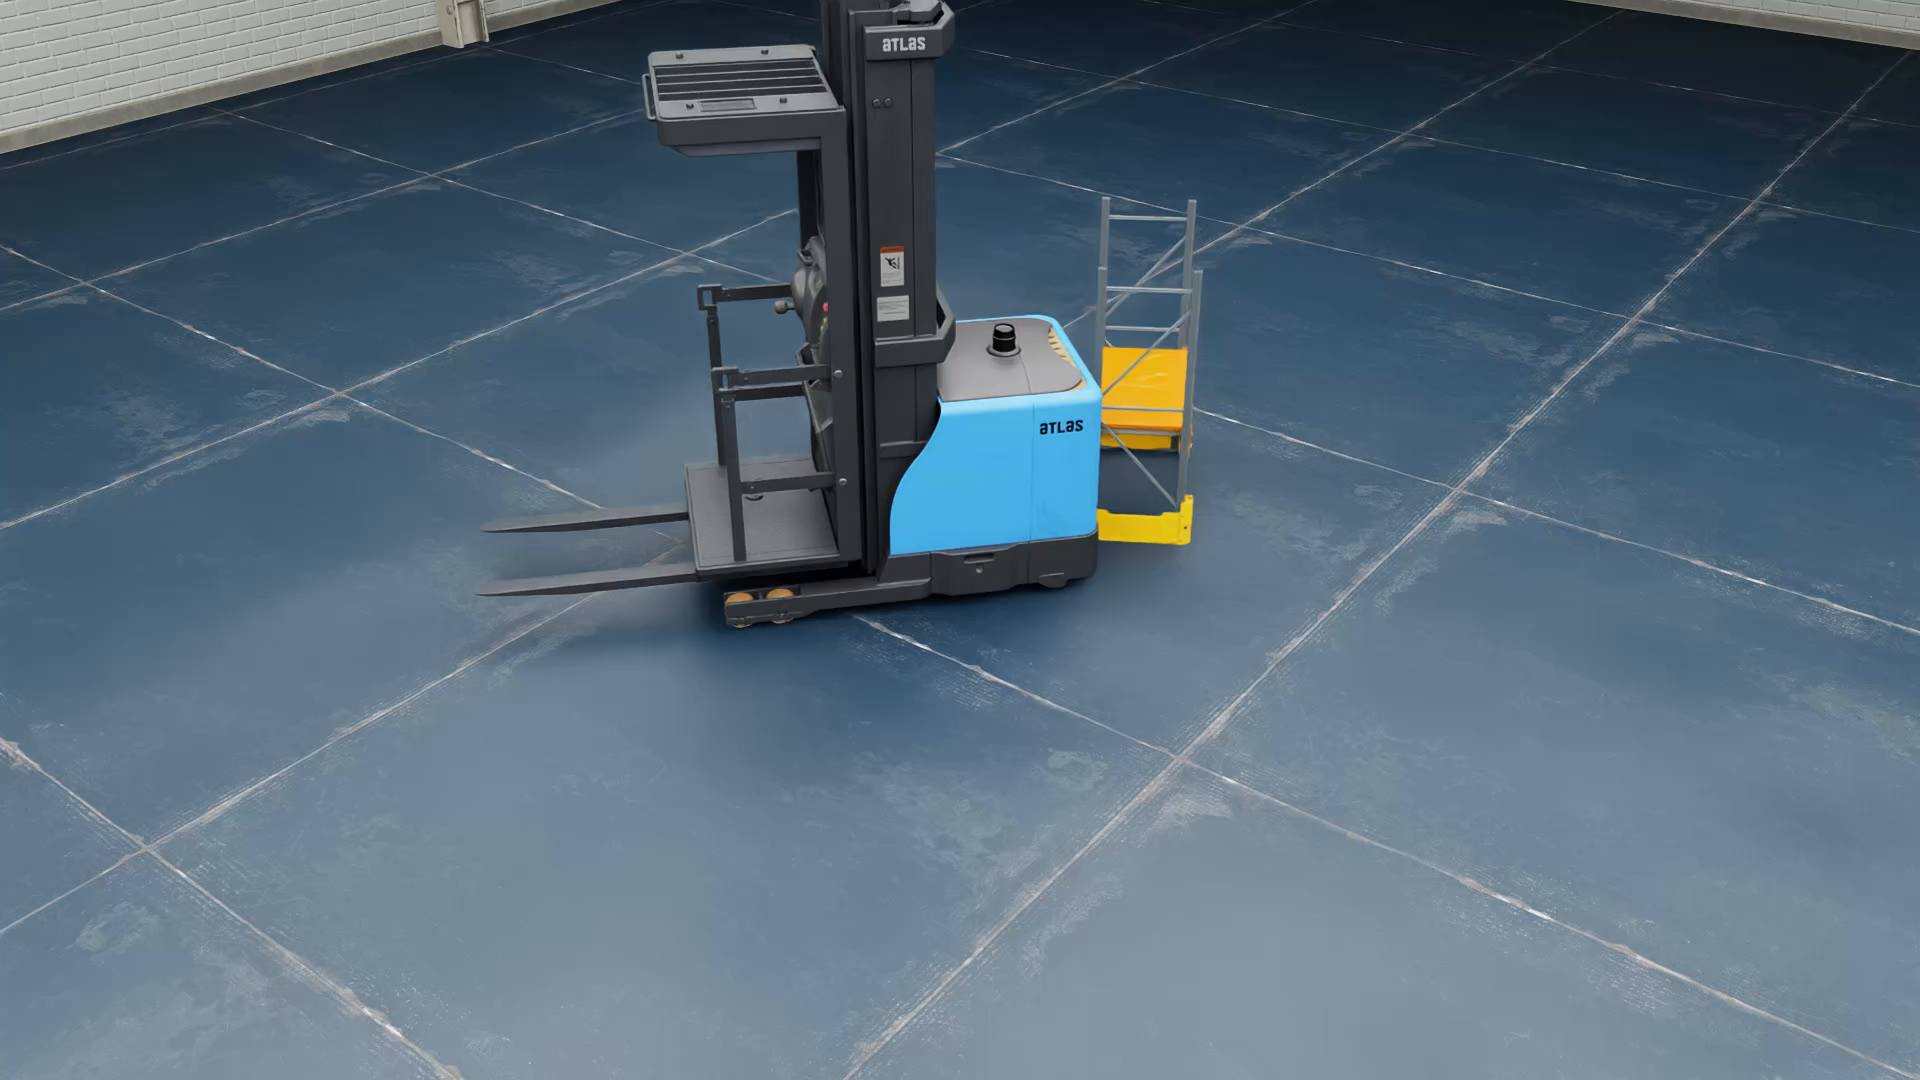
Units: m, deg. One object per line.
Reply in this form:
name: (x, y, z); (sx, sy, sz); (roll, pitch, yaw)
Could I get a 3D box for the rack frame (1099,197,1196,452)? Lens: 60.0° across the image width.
rack frame: (1.010, -1.172, 9.257); (0.500, 1.500, 0.032); (3, 31, 5)

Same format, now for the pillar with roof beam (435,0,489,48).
pillar with roof beam: (-1.823, -7.836, 13.146); (9.100, 9.000, 0.400); (21, 37, 31)

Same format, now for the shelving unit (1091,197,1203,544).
shelving unit: (0.962, -0.909, 8.814); (0.587, 1.500, 1.083); (3, 31, 5)

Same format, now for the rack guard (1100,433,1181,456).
rack guard: (1.008, -0.625, 9.559); (0.587, 0.250, 0.087); (3, 31, 5)

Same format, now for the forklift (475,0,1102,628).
forklift: (-0.880, -1.131, 7.783); (3.031, 2.935, 1.130); (-6, 31, -10)

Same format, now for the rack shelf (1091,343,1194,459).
rack shelf: (0.963, -0.759, 8.913); (0.538, 0.185, 1.000); (3, 31, 5)

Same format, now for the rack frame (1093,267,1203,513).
rack frame: (0.916, -0.656, 8.386); (0.500, 1.500, 0.032); (3, 31, 5)

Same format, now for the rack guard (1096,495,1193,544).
rack guard: (0.916, -0.119, 8.706); (0.587, 0.250, 0.087); (3, 31, 5)
